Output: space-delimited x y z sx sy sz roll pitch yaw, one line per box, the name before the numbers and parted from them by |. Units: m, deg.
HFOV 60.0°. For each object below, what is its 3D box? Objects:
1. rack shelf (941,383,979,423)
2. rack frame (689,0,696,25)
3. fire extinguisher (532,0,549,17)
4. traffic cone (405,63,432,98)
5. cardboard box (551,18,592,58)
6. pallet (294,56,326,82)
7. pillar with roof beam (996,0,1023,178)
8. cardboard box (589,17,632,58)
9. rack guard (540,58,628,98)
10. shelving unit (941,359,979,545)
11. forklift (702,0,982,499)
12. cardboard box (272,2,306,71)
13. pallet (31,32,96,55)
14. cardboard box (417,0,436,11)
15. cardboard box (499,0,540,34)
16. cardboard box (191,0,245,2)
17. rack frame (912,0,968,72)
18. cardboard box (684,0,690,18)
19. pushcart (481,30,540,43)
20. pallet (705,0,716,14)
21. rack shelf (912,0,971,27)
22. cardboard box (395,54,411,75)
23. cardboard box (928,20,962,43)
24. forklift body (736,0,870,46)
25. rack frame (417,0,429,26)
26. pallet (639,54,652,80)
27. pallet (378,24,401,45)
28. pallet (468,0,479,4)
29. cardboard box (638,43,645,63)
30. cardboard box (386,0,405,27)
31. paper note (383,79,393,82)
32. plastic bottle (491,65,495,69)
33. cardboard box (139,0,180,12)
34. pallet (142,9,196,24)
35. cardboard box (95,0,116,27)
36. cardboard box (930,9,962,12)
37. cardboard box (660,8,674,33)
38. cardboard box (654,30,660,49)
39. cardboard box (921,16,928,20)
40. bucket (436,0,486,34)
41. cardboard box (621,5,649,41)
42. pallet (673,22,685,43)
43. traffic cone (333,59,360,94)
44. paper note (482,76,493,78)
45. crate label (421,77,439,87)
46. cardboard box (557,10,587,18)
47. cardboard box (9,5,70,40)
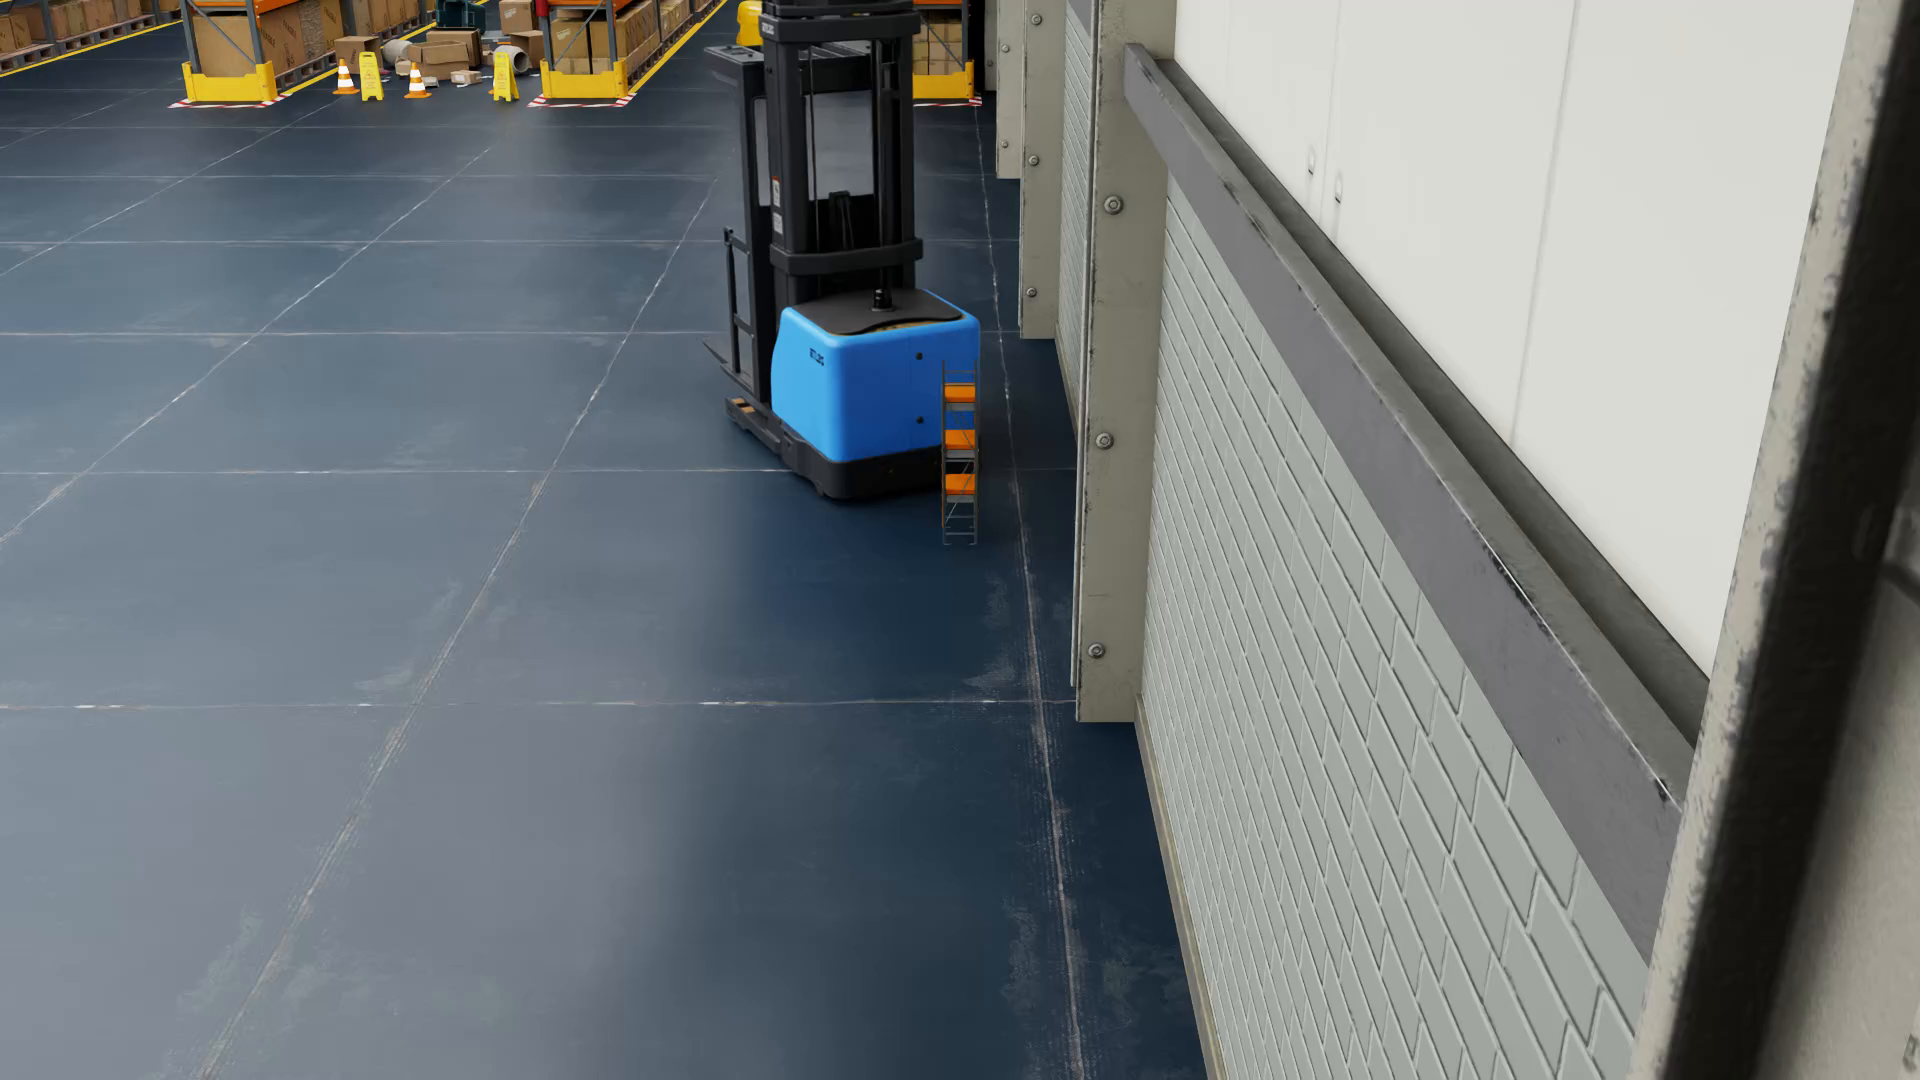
rack shelf | -0.001 -0.749 9.470 0.215 0.259 0.240 0 24 -1
rack frame | -5.438 -10.989 30.406 1.000 3.000 0.127 0 24 -1
fire extinguisher | -5.810 -7.608 23.025 0.296 0.674 0.183 0 24 -1
traffic cone | -7.752 -6.563 23.699 0.336 0.463 0.334 0 24 -1
cardboard box | -5.620 -7.301 24.171 0.500 0.500 0.500 0 24 0
pallet | -10.397 -7.188 25.388 1.003 0.211 1.213 0 24 -1
pillar with roof beam | -3.733 -8.249 17.068 9.100 9.000 0.400 0 24 -1
cardboard box | -5.084 -7.316 24.203 0.500 0.500 0.500 -1 24 -2
rack guard | -5.352 -6.585 23.702 1.175 0.500 0.348 0 24 -1
shelving unit | -0.001 -0.500 9.582 0.215 1.050 0.252 0 24 -1
forklift | -0.974 -2.158 10.965 1.130 2.935 3.031 -12 27 -24
cardboard box | -10.384 -7.493 24.747 0.875 0.875 0.875 -1 24 -1
pallet | -15.314 -8.346 27.948 1.003 0.211 1.213 0 24 -1
cardboard box | -10.139 -10.270 31.341 0.500 0.500 0.500 -1 24 -3
cardboard box | -7.174 -8.526 27.076 0.500 0.500 0.500 0 24 -1
cardboard box | -10.349 -7.849 23.283 0.875 0.550 0.550 0 24 -1
rack frame | -0.387 -7.716 23.170 1.000 3.000 0.127 0 24 -1
cardboard box | -5.442 -9.750 30.347 0.950 0.372 0.625 -2 24 -4
pushcart | -7.674 -8.115 27.234 1.648 0.377 0.936 -9 26 -19
pallet | -5.382 -10.545 32.809 1.003 0.211 1.213 0 24 -1
rack shelf | -0.409 -8.212 25.141 1.077 0.370 4.000 0 24 -1
cardboard box | -8.483 -7.331 25.636 0.396 0.266 0.258 4 25 9
cardboard box | -0.203 -7.309 23.884 0.500 0.250 0.500 -1 24 -1
forklift body | -2.232 -8.102 25.055 2.313 2.155 1.214 0 24 -1
rack frame | -10.387 -10.925 30.265 1.000 3.000 0.127 0 24 -1
pallet | -5.335 -7.289 25.611 1.003 0.211 1.213 0 24 -1
pallet | -10.443 -8.828 29.012 1.003 0.211 1.213 0 24 -1
pallet | -10.420 -10.982 33.775 1.003 0.211 1.213 0 24 -1
cardboard box | -5.100 -7.399 25.298 0.500 0.250 0.500 1 24 3
cardboard box | -10.457 -9.480 29.290 1.050 0.750 0.750 0 24 0
paper note | -8.618 -6.911 24.996 0.144 0.017 0.142 8 26 18
plastic bottle | -7.256 -7.461 26.173 0.133 0.061 0.283 4 25 9
cardboard box | -15.334 -10.452 31.288 1.225 0.875 0.875 -1 24 -3
pallet | -15.281 -9.999 31.602 1.003 0.211 1.213 0 24 -1
cardboard box | -15.288 -9.268 29.100 0.700 0.500 0.500 2 24 4
cardboard box | -0.206 -7.932 25.262 0.500 0.250 0.500 -1 24 -2
cardboard box | -5.414 -8.847 28.350 0.950 0.372 0.625 1 24 3
cardboard box | -5.119 -8.037 26.706 0.500 0.250 0.500 1 24 2
cardboard box | -0.716 -7.509 24.326 0.500 0.250 0.500 0 24 0
bucket | -8.036 -8.432 26.881 0.726 0.611 0.620 8 16 18
cardboard box | -5.105 -7.958 25.623 0.500 0.500 0.500 1 24 2
pallet | -5.420 -8.895 29.160 1.003 0.211 1.213 0 24 -1
traffic cone | -8.885 -6.698 23.997 0.336 0.463 0.334 0 24 -1
paper note | -7.211 -7.065 25.349 0.148 0.019 0.142 8 26 18
crate label | -7.822 -6.738 24.481 0.250 0.136 0.298 -14 28 -28
cardboard box | -5.691 -7.748 24.371 0.380 0.149 0.250 0 24 1
cardboard box | -15.289 -8.610 27.648 0.700 0.500 0.500 -2 24 -5
